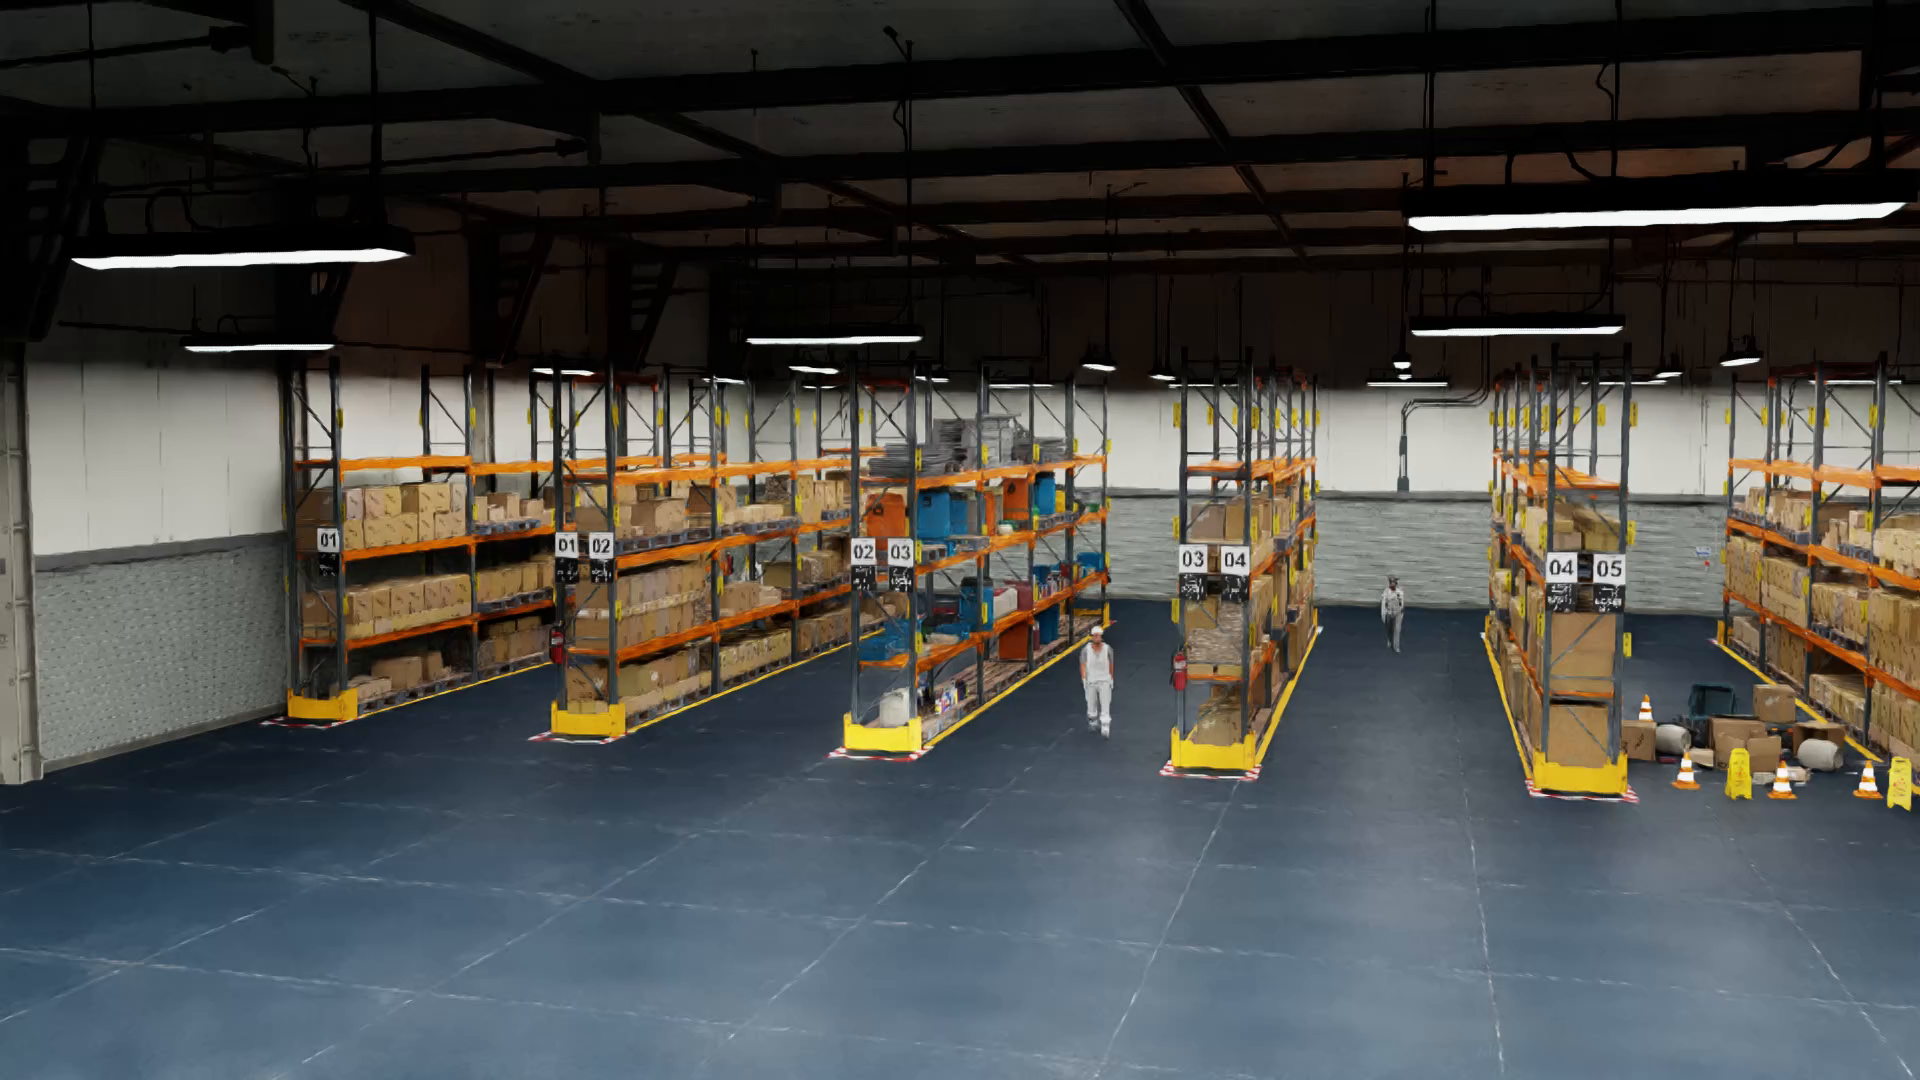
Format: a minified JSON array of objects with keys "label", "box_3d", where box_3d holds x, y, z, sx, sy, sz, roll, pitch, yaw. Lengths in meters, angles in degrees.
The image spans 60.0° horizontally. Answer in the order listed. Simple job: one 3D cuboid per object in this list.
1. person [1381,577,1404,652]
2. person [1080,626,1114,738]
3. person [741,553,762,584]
[{"label":"person","box_3d":[9.288,1.566,35.736,0.495,1.589,1.086,1,4,18]},{"label":"person","box_3d":[2.147,2.211,26.106,0.528,1.728,1.032,0,4,7]},{"label":"person","box_3d":[-5.201,1.128,41.791,0.639,1.632,0.512,1,4,13]}]
